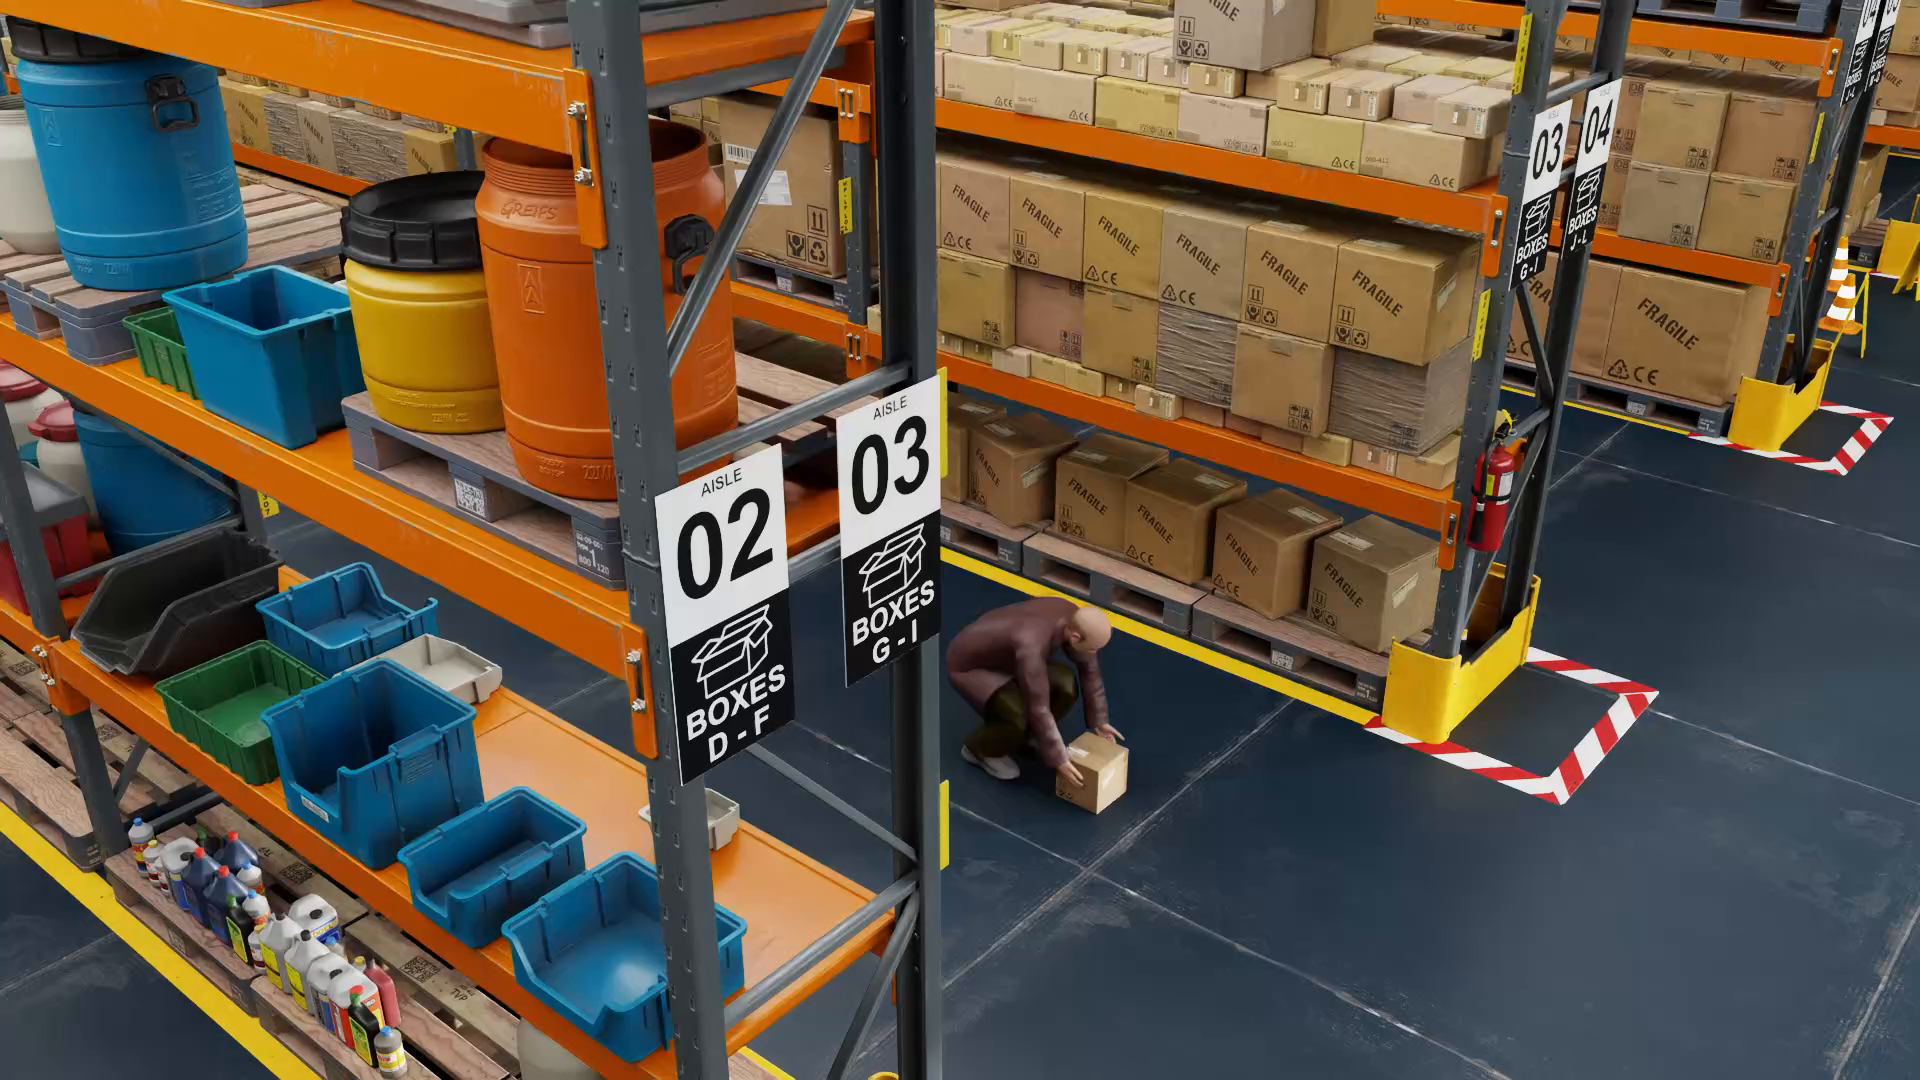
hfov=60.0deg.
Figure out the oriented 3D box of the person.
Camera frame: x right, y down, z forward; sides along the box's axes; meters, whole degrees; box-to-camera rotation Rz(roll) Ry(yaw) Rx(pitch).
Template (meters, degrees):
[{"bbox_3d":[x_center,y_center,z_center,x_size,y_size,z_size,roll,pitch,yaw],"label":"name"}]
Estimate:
[{"bbox_3d":[0.350,0.692,8.163,0.905,0.974,0.609,20,33,34],"label":"person"}]
